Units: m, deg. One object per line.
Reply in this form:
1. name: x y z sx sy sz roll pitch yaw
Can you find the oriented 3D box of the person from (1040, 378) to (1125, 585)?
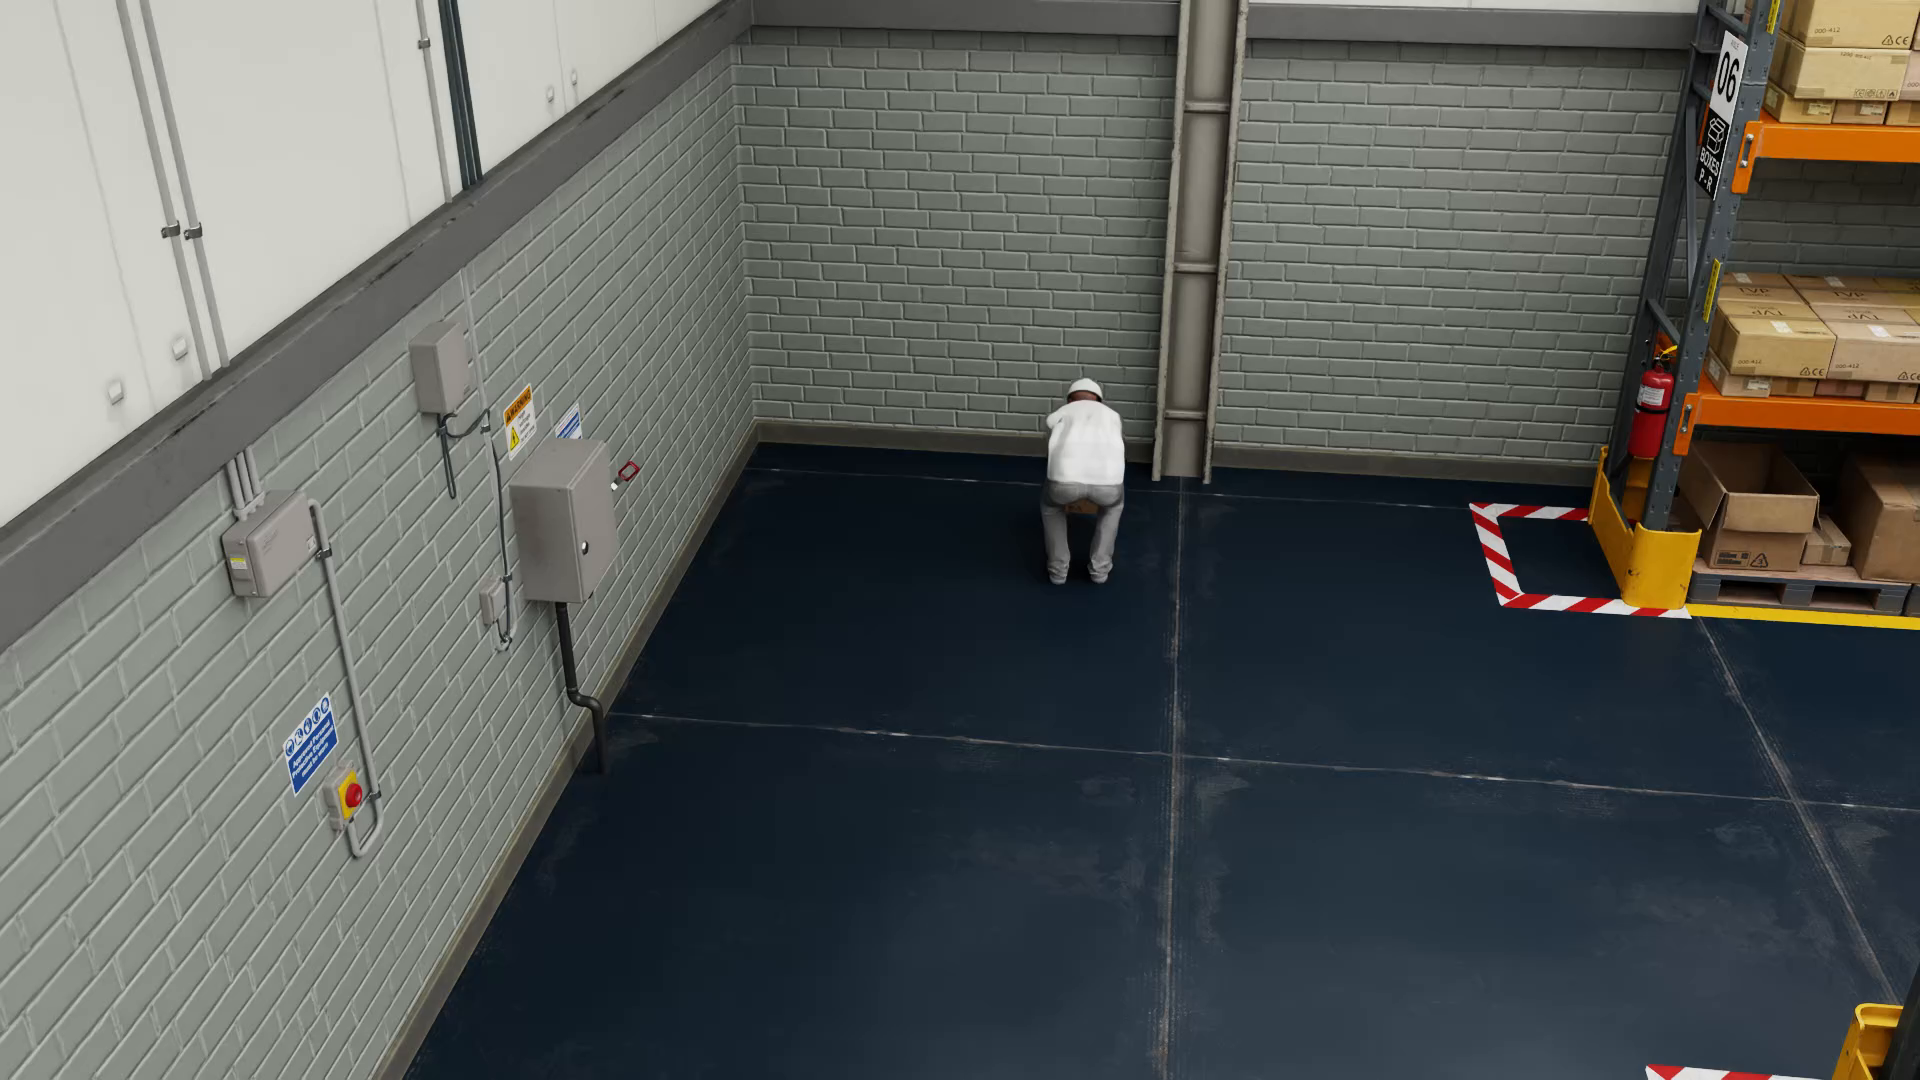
1. person: 0.736 -0.332 9.990 0.503 1.040 0.997 2 28 4
